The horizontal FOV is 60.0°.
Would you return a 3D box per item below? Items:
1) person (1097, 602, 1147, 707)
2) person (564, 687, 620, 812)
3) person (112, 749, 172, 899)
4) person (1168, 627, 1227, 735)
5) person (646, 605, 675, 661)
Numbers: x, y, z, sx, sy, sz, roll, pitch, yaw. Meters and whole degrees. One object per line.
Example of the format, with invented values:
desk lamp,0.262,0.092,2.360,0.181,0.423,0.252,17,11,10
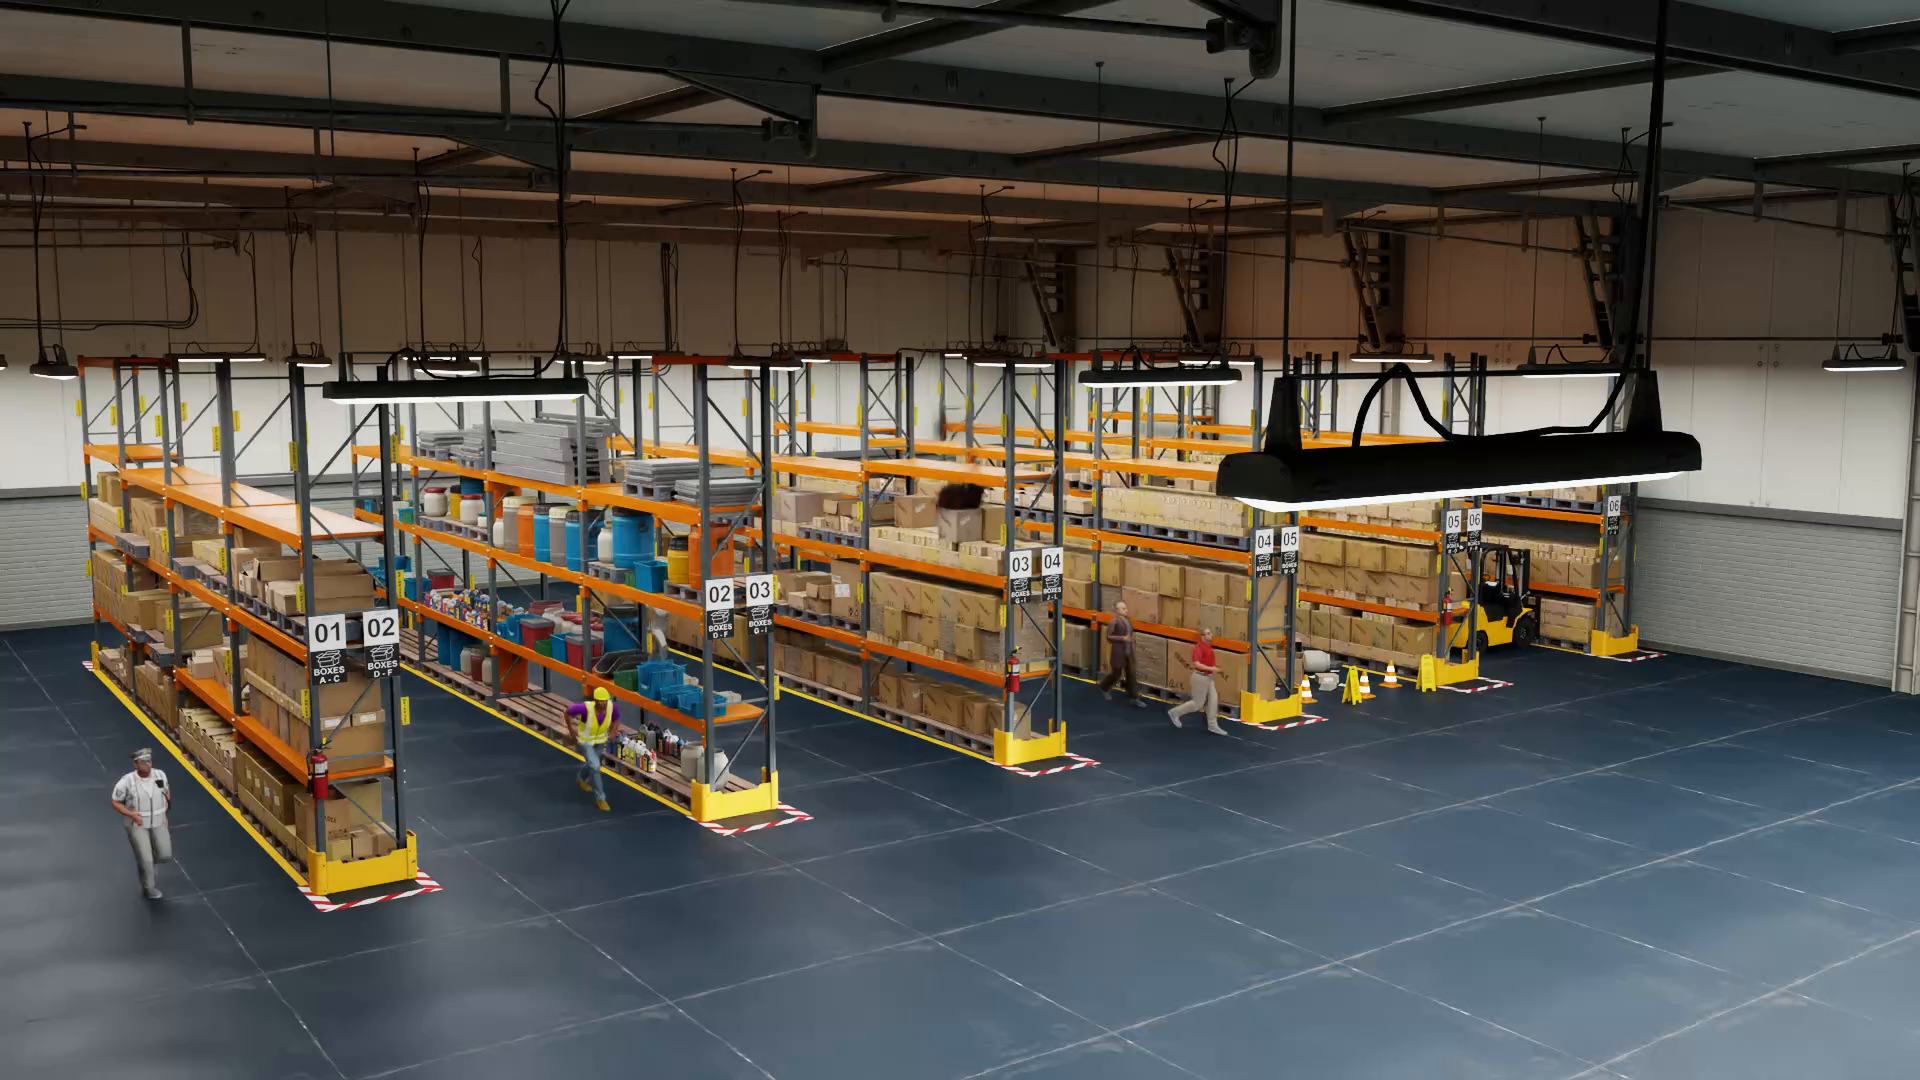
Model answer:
person,2.783,1.948,28.649,0.711,1.771,1.034,-6,9,-42
person,-5.021,2.787,22.616,0.746,1.715,1.060,-5,8,-34
person,-9.249,3.200,18.880,0.614,1.730,0.650,6,9,42
person,3.849,2.256,26.726,0.932,1.737,0.673,3,7,23
person,-5.708,1.730,31.330,0.565,1.674,0.941,-7,9,-43
